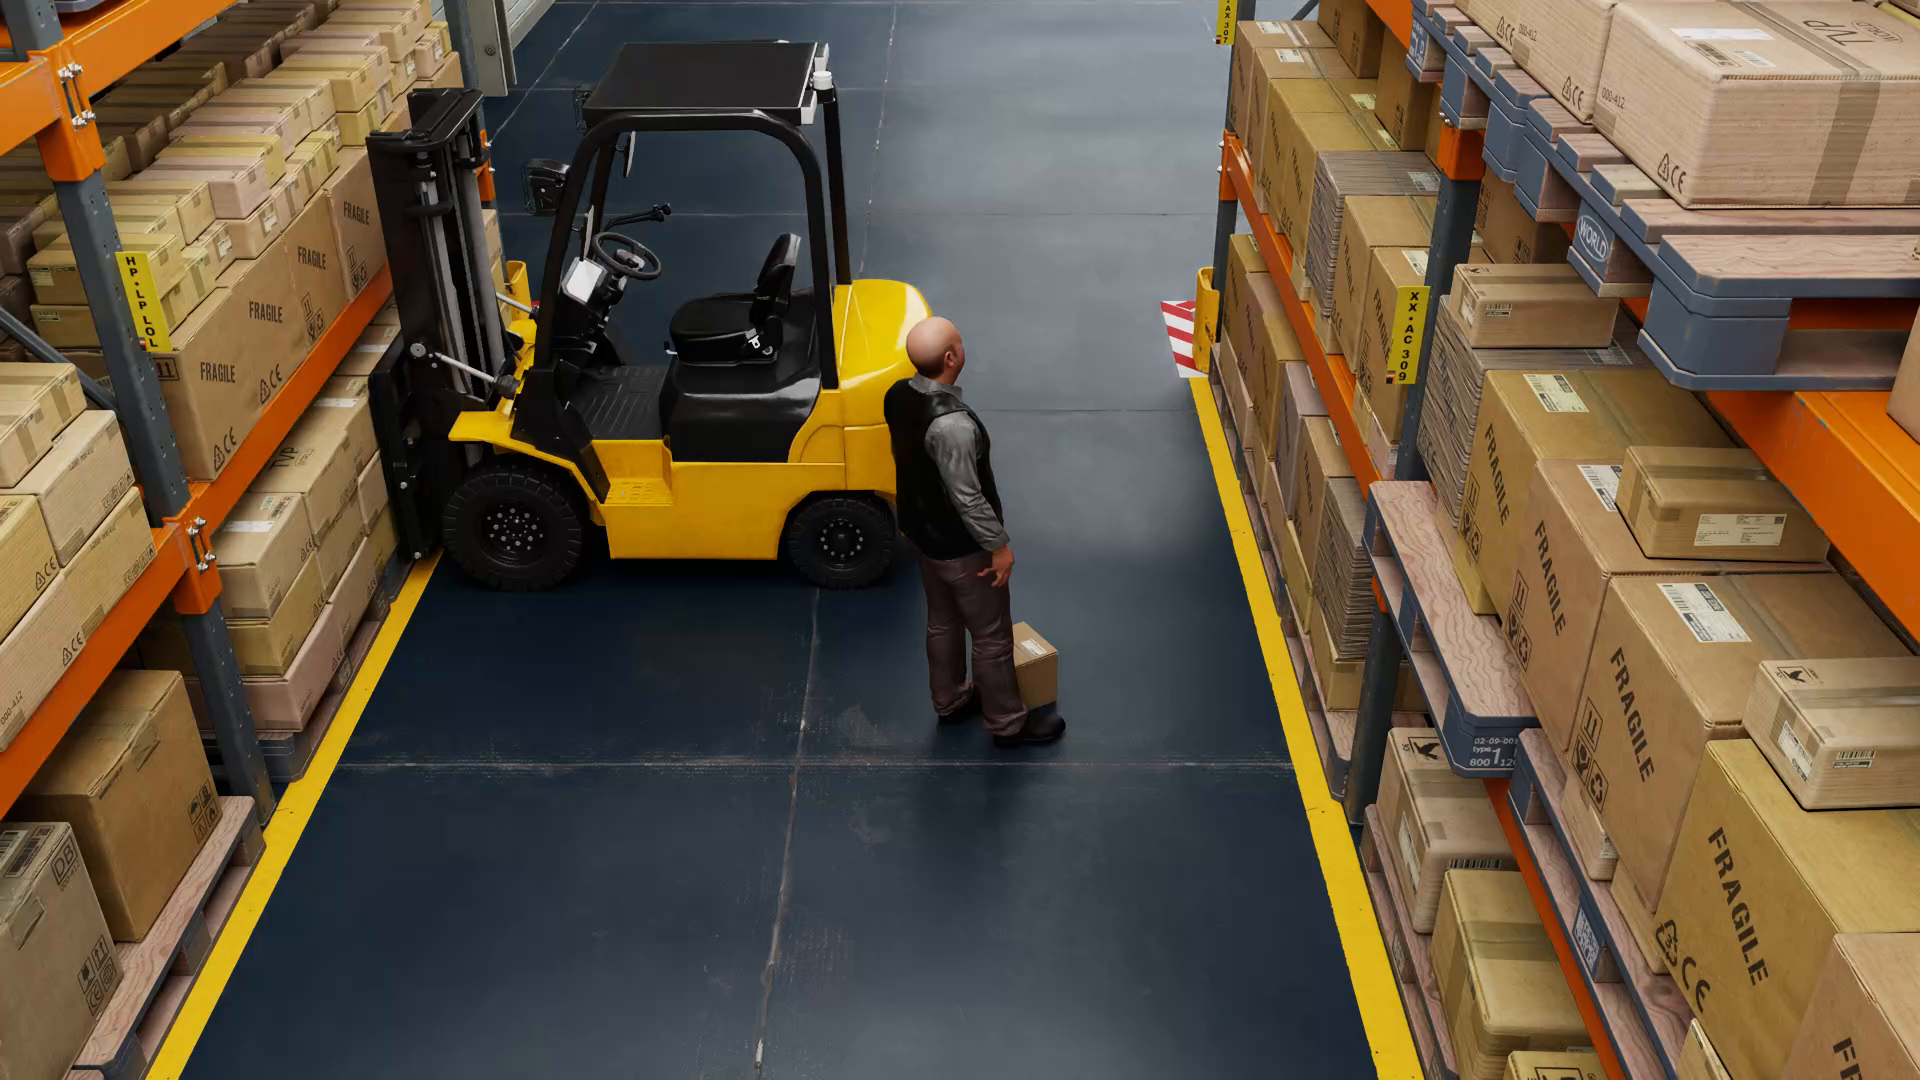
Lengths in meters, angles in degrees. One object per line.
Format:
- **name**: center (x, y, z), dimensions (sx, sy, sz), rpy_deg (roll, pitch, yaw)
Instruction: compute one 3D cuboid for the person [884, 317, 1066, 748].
- **person**: center (0.038, -0.037, 6.203), dimensions (0.566, 1.722, 0.633), rpy_deg (-16, 35, -25)
